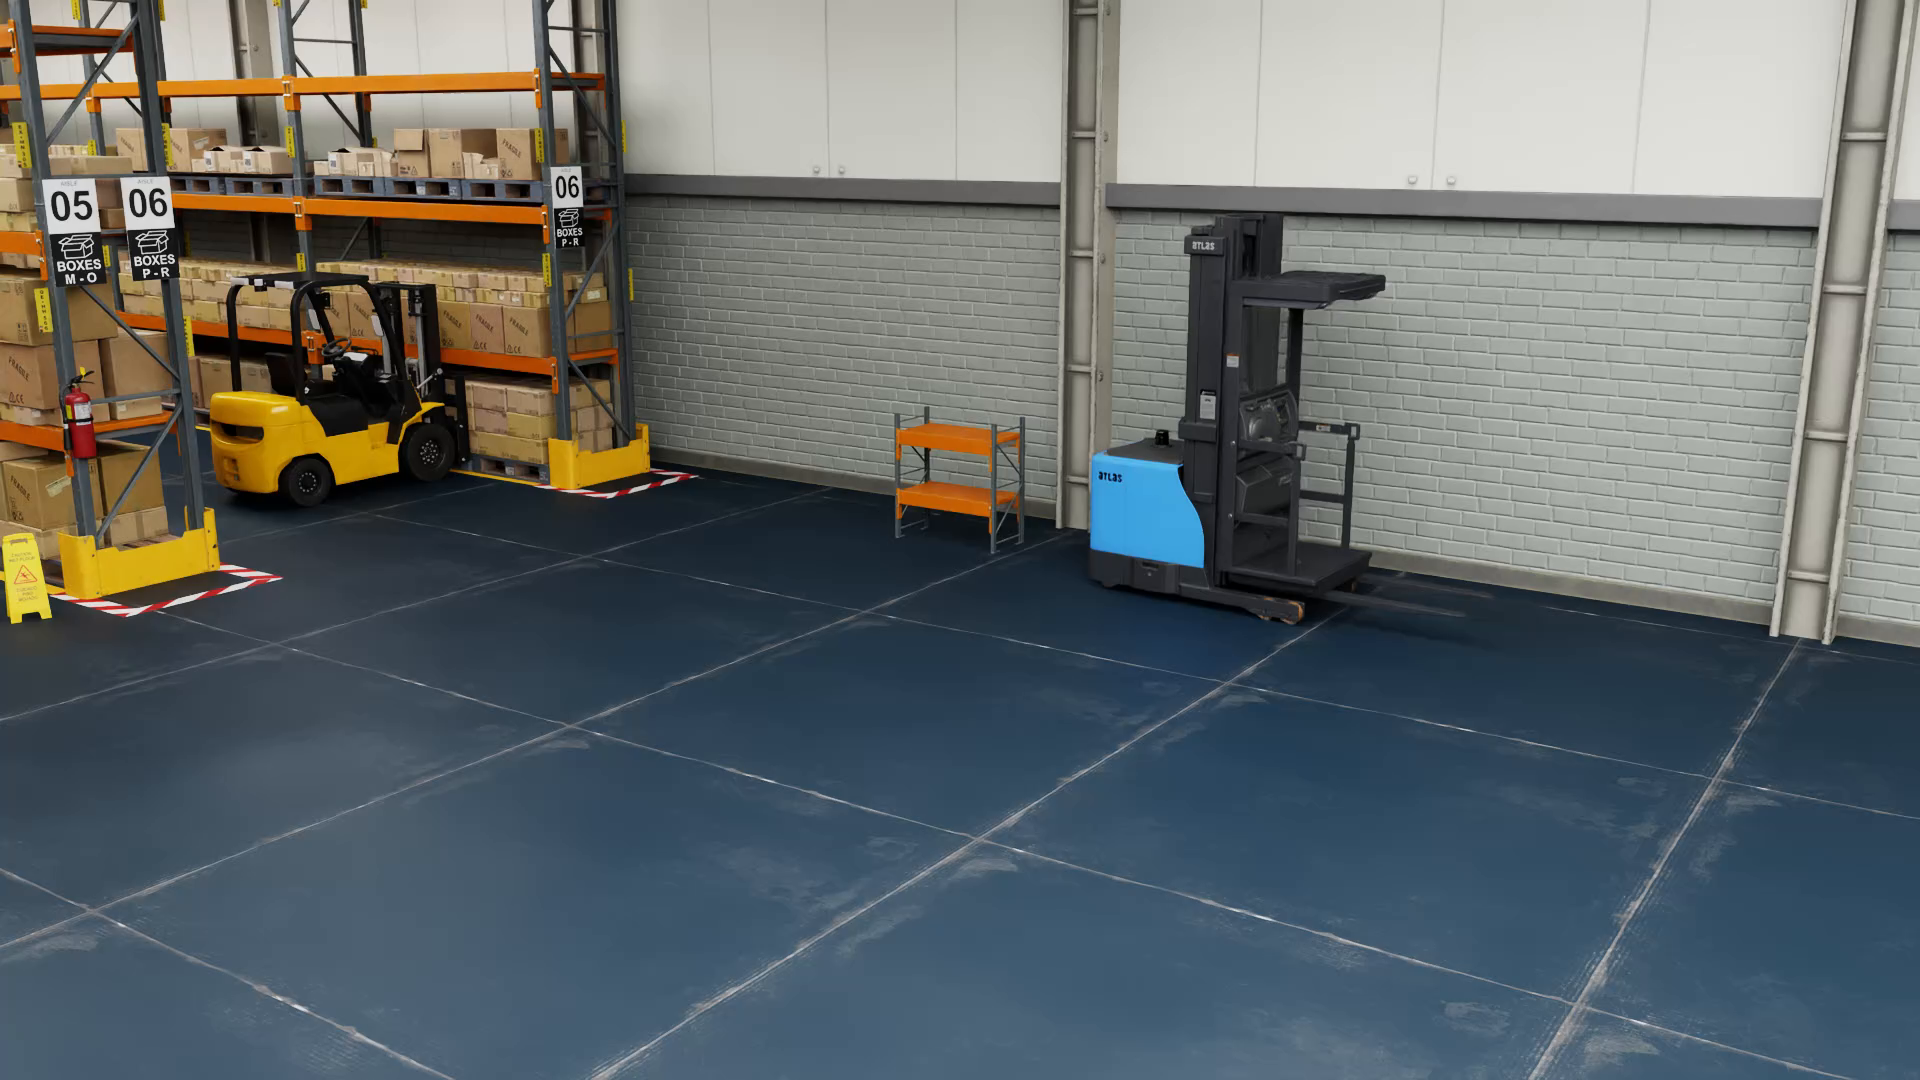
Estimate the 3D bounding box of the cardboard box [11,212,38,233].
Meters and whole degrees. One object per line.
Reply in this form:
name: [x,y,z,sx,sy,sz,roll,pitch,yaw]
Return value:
cardboard box: [-6.997,-2.441,12.723,0.250,0.149,0.380,9,17,33]

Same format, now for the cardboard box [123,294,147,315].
cardboard box: [-10.184,-2.997,21.000,0.500,0.250,0.500,9,17,33]

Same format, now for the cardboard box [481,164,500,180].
cardboard box: [-4.635,-3.742,16.897,0.250,0.149,0.380,9,16,31]

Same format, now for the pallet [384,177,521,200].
pallet: [-5.367,-3.782,17.800,1.213,0.211,1.003,9,17,33]

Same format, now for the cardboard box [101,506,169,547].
cardboard box: [-7.060,-0.148,14.025,0.500,0.250,0.500,9,17,32]

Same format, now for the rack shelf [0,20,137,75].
rack shelf: [-8.205,-3.945,13.535,4.000,0.370,1.077,9,17,33]

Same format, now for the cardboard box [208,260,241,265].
cardboard box: [-9.157,-3.409,20.794,0.250,0.149,0.380,9,17,32]

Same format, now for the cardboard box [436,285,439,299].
cardboard box: [-5.457,-2.678,17.841,0.250,0.149,0.380,9,17,32]

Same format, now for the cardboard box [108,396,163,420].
cardboard box: [-6.711,-1.080,13.466,0.250,0.149,0.380,9,17,33]

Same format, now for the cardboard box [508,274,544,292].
cardboard box: [-4.415,-2.646,17.093,0.250,0.149,0.380,9,17,33]

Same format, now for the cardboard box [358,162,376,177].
cardboard box: [-6.256,-4.004,17.956,0.250,0.149,0.380,10,17,34]

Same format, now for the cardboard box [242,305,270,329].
cardboard box: [-8.081,-2.651,19.601,0.500,0.250,0.500,9,17,32]

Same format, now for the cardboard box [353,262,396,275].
cardboard box: [-6.514,-2.998,18.515,0.250,0.149,0.380,9,16,32]

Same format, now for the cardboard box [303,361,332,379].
cardboard box: [-7.536,-1.761,19.761,0.625,0.625,0.875,10,17,35]

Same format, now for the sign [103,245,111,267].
sign: [-10.711,-3.592,20.848,0.005,0.325,0.100,9,17,33]

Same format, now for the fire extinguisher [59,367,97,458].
fire extinguisher: [-6.707,-0.970,12.662,0.183,0.674,0.296,9,17,33]

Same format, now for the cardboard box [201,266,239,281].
cardboard box: [-8.844,-3.192,19.918,0.250,0.149,0.380,9,16,31]

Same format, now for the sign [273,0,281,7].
sign: [-7.390,-5.936,17.966,0.005,0.325,0.100,9,17,33]

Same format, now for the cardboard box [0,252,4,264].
cardboard box: [-13.029,-3.788,22.801,0.500,0.500,0.700,9,17,33]

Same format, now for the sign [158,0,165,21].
sign: [-10.109,-6.732,21.016,0.005,0.325,0.100,9,17,33]

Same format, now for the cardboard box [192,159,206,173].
cardboard box: [-8.819,-4.419,19.629,0.250,0.149,0.380,9,16,32]

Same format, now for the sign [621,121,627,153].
sign: [-3.463,-4.134,17.054,0.005,0.325,0.100,9,17,33]

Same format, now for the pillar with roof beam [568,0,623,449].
pillar with roof beam: [-6.255,-4.432,14.000,0.400,9.000,9.100,9,17,33]

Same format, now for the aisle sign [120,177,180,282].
aisle sign: [-6.321,-2.431,12.989,0.004,0.787,0.394,9,17,33]

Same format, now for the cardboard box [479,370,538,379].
cardboard box: [-4.897,-1.697,18.205,0.500,0.250,0.500,9,17,32]

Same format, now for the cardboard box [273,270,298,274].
cardboard box: [-7.729,-3.038,19.294,0.250,0.149,0.380,9,16,32]

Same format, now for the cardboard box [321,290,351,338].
cardboard box: [-6.875,-2.579,18.790,0.500,0.500,0.500,9,16,31]

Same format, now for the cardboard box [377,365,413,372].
cardboard box: [-6.452,-1.798,18.612,0.500,0.250,0.500,9,17,33]

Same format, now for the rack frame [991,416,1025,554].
rack frame: [0.416,-0.479,14.416,0.032,1.125,0.500,9,17,33]

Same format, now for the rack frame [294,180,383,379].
rack frame: [-7.097,-2.642,19.252,0.127,3.000,1.000,9,17,33]

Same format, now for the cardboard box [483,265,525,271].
cardboard box: [-4.955,-2.897,18.105,0.250,0.149,0.380,9,16,31]

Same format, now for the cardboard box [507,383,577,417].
cardboard box: [-4.334,-1.459,17.244,0.500,0.250,0.500,10,17,35]

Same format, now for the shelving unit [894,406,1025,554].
shelving unit: [-0.006,-0.547,14.692,1.048,1.125,0.538,9,17,33]

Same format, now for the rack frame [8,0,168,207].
rack frame: [-6.545,-4.027,12.365,0.127,3.000,1.000,9,17,33]

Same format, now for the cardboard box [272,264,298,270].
cardboard box: [-8.085,-3.244,20.126,0.250,0.149,0.380,9,17,33]

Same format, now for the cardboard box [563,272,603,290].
cardboard box: [-3.937,-2.701,17.314,0.250,0.149,0.380,9,16,32]

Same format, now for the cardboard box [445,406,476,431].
cardboard box: [-5.207,-1.355,17.860,0.500,0.250,0.500,9,16,32]

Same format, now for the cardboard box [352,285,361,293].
cardboard box: [-6.532,-2.846,18.520,0.250,0.149,0.380,9,17,33]

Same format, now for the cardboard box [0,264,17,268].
cardboard box: [-8.324,-2.030,13.874,0.500,0.500,0.700,9,17,32]

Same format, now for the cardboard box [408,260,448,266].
cardboard box: [-6.009,-3.071,18.810,0.250,0.149,0.380,9,16,32]

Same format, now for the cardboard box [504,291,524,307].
cardboard box: [-4.451,-2.488,17.072,0.250,0.149,0.380,9,17,34]

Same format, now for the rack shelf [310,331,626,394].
rack shelf: [-5.437,-2.024,18.255,4.000,0.370,1.077,9,17,33]

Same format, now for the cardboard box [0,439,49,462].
cardboard box: [-7.697,-0.754,13.566,0.250,0.149,0.380,10,17,34]

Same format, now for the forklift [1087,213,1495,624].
forklift: [2.516,-0.943,12.534,3.031,2.935,1.130,10,17,35]

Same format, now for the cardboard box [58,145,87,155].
cardboard box: [-11.275,-4.968,21.272,0.250,0.149,0.380,9,16,31]

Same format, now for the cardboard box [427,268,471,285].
cardboard box: [-5.469,-2.824,17.810,0.250,0.149,0.380,9,17,34]

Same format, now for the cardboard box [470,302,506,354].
cardboard box: [-4.758,-2.239,17.417,0.500,0.500,0.500,10,17,35]

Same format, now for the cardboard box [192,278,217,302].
cardboard box: [-8.907,-3.035,20.114,0.500,0.250,0.500,9,17,34]

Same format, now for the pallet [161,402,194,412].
pallet: [-9.755,-1.706,21.277,1.213,0.211,1.003,9,17,33]
